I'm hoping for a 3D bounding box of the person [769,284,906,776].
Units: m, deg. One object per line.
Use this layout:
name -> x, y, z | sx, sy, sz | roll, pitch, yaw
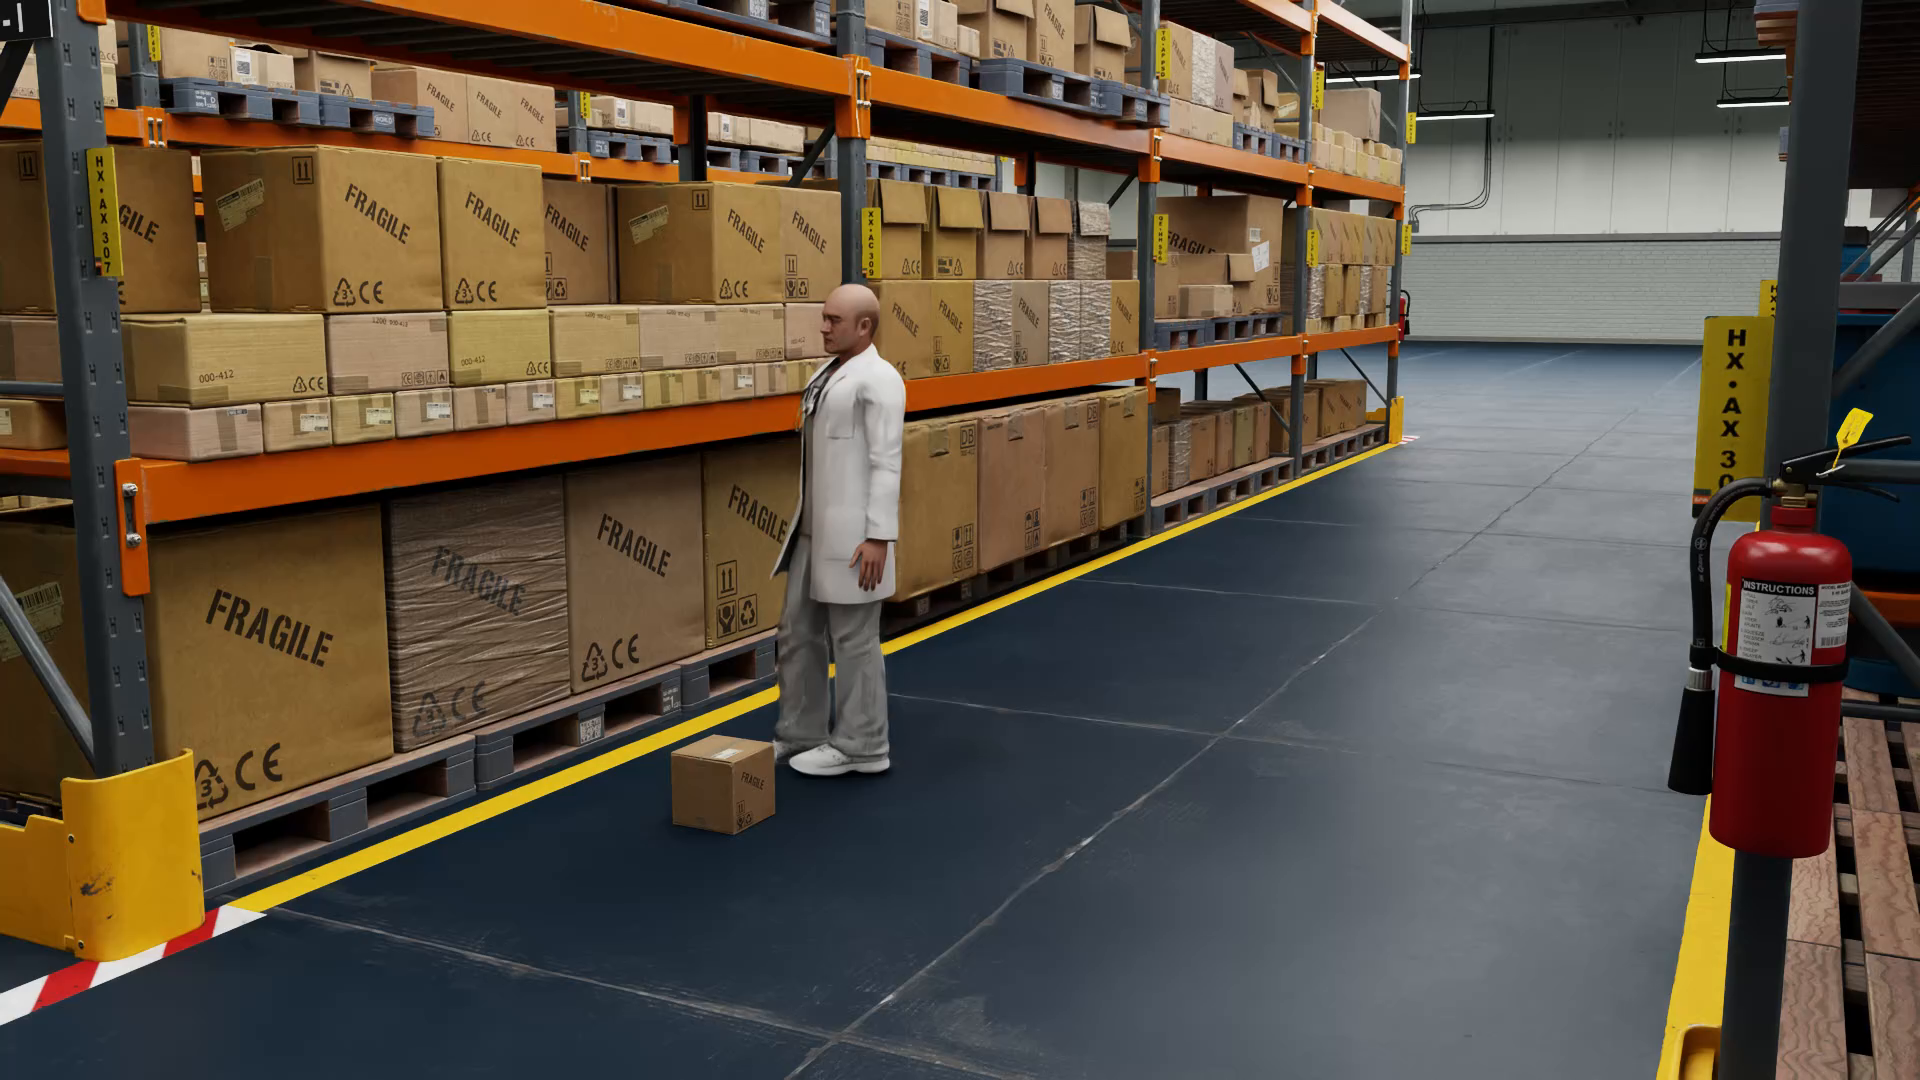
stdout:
person -> -0.490, -0.002, 5.994 | 0.481, 1.820, 0.636 | -5, 10, -27
